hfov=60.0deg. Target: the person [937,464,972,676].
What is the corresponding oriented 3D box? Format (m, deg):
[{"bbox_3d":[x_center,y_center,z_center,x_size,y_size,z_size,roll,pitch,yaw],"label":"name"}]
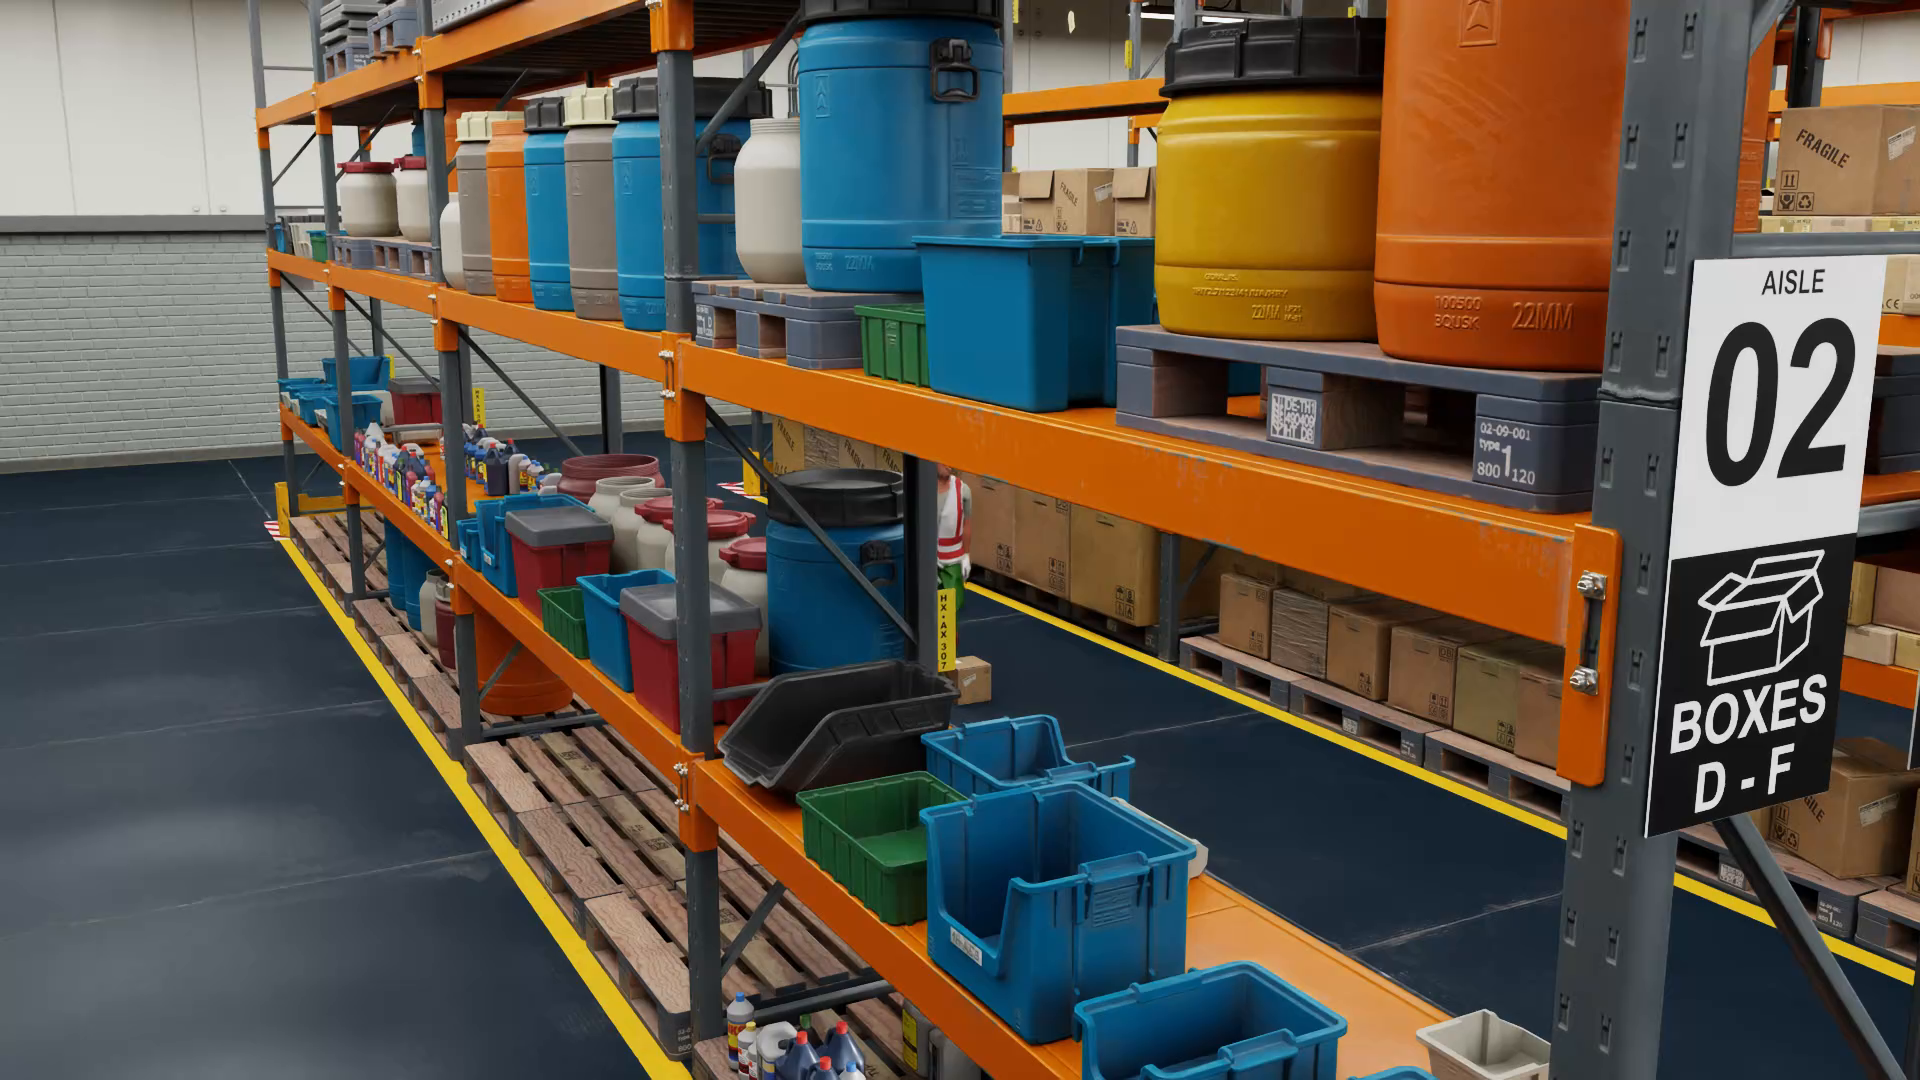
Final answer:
[{"bbox_3d":[-0.159,0.116,11.431,0.506,1.667,0.908,-1,12,-5],"label":"person"}]
